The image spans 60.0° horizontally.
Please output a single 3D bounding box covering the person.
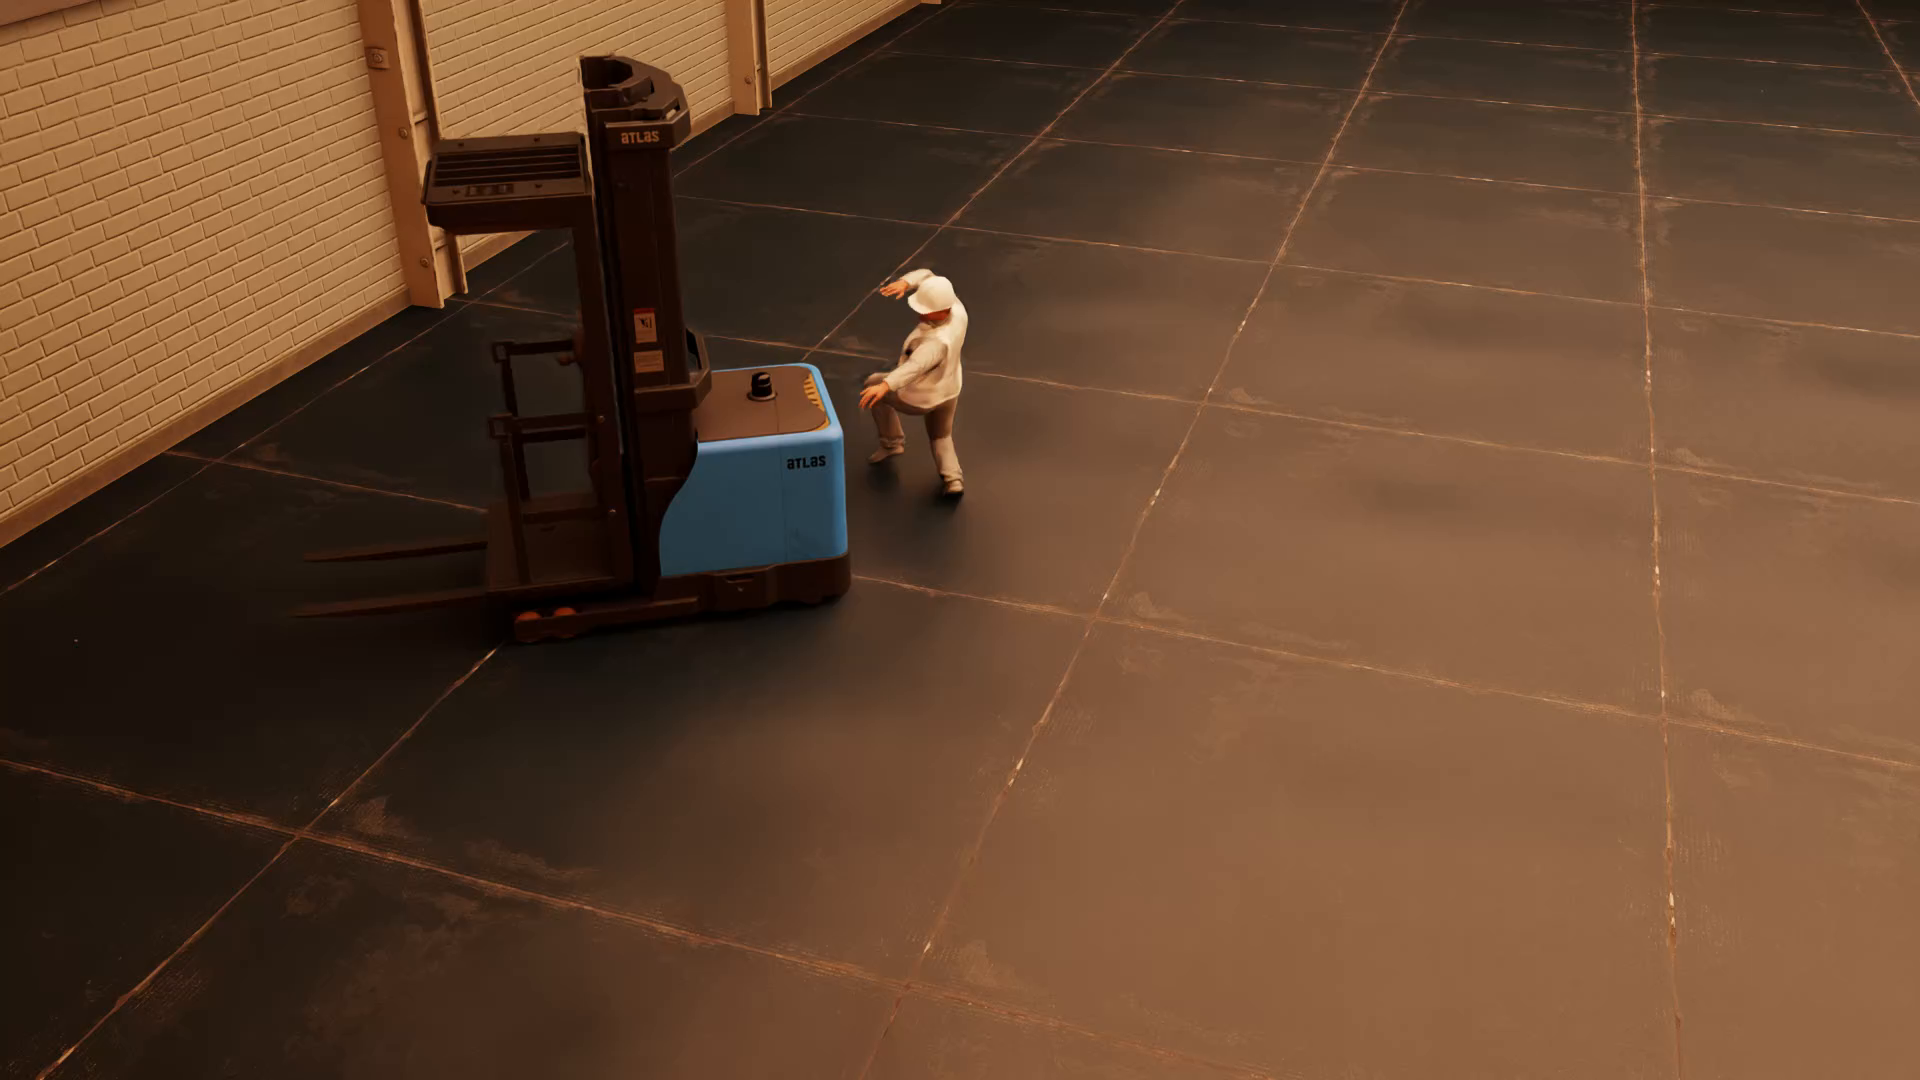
[{"bbox_3d":[-0.444,-0.938,10.270,1.012,1.488,0.918,-24,38,-36],"label":"person"}]

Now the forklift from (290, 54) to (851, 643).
[{"bbox_3d":[-2.193,-0.998,8.888,3.031,2.935,1.130,-6,30,-11],"label":"forklift"}]
